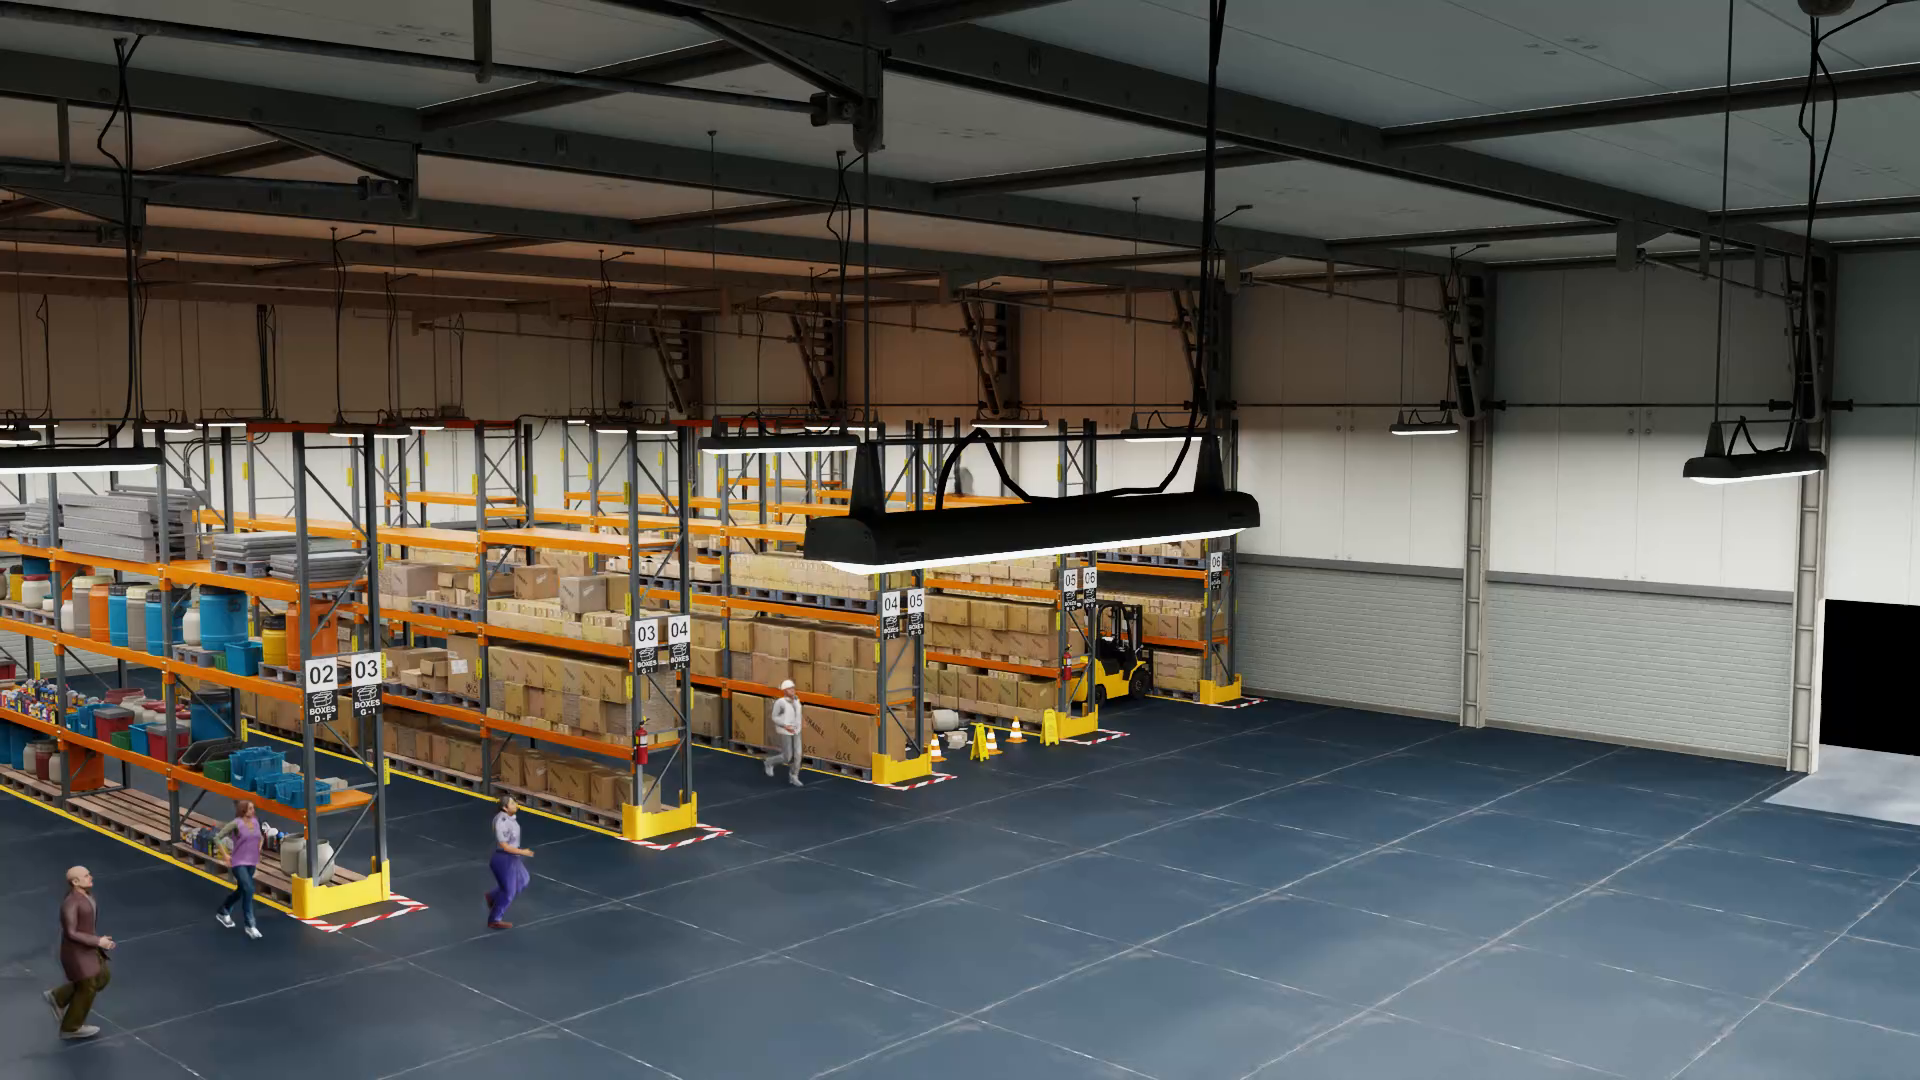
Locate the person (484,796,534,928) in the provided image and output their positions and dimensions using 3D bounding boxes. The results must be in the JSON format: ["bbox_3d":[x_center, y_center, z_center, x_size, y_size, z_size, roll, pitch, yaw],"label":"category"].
[{"bbox_3d":[-5.480,3.892,20.194,0.617,1.597,0.637,-1,5,-8],"label":"person"}]

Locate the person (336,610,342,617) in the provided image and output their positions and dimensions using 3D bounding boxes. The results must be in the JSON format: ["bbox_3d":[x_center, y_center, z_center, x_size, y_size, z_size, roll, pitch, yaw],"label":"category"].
[{"bbox_3d":[-14.307,2.427,38.112,0.818,1.754,0.708,-1,5,-7],"label":"person"}]

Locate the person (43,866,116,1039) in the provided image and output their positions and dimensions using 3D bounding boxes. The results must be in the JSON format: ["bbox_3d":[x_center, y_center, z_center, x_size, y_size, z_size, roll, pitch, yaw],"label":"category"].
[{"bbox_3d":[-8.799,4.105,16.627,0.706,1.736,0.730,-1,5,-15],"label":"person"}]

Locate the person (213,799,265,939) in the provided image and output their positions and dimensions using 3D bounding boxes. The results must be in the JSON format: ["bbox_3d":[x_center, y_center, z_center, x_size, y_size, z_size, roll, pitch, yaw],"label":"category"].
[{"bbox_3d":[-8.589,3.916,19.944,0.765,1.616,0.544,2,5,22],"label":"person"}]

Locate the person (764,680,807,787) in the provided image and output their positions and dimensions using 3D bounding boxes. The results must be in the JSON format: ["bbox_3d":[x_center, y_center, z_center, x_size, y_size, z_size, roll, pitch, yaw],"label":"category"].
[{"bbox_3d":[-2.887,3.205,27.764,0.758,1.765,0.668,4,6,41],"label":"person"}]
